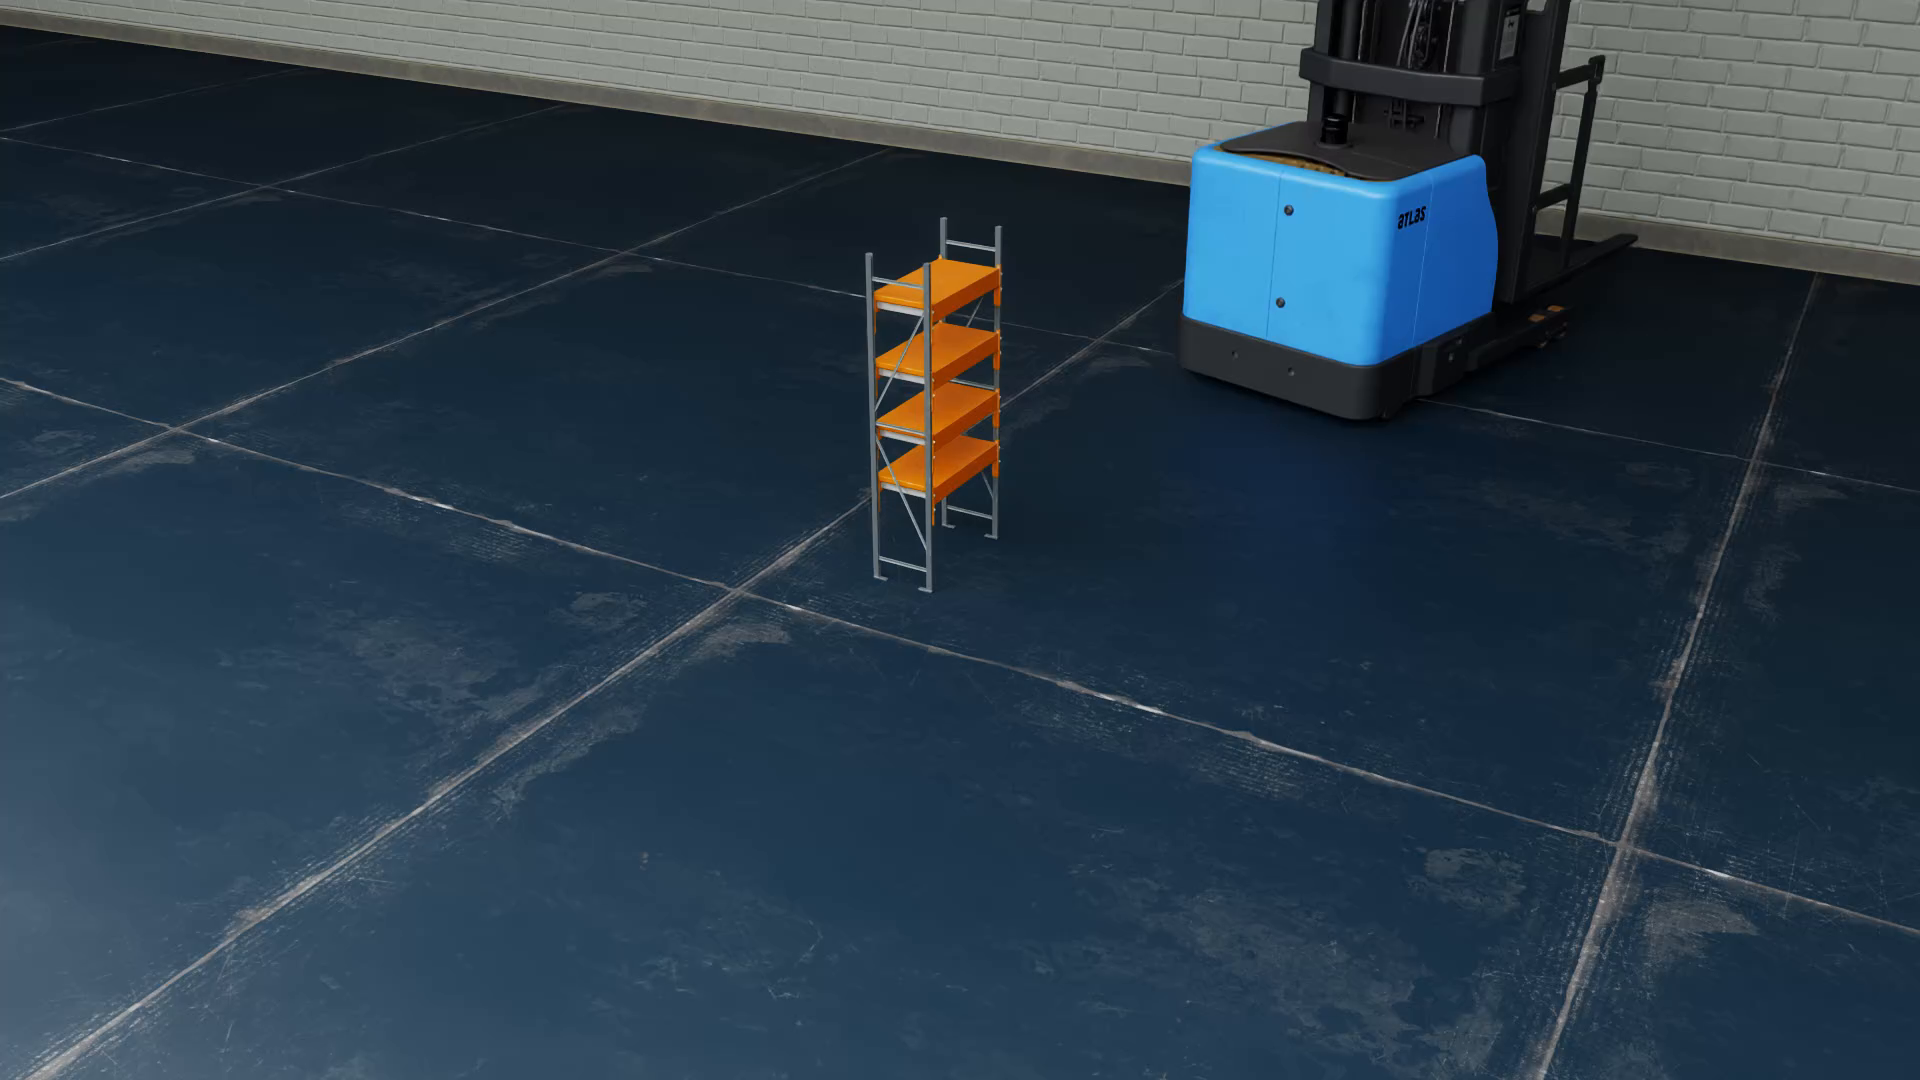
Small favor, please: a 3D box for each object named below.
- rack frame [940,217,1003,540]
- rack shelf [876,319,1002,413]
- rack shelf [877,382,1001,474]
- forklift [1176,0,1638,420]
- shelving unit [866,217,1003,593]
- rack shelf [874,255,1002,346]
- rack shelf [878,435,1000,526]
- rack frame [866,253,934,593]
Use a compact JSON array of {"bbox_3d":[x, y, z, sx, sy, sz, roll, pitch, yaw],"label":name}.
[{"bbox_3d":[0.039,-0.567,6.043,0.240,1.200,0.015,14,30,26],"label":"rack frame"},{"bbox_3d":[-0.081,-0.612,5.783,0.258,0.148,0.480,14,30,26],"label":"rack shelf"},{"bbox_3d":[-0.081,-0.412,5.883,0.258,0.148,0.480,14,30,26],"label":"rack shelf"},{"bbox_3d":[2.397,-2.388,7.746,1.130,2.935,3.031,24,35,39],"label":"forklift"},{"bbox_3d":[-0.081,-0.472,5.853,0.258,1.200,0.503,14,30,26],"label":"shelving unit"},{"bbox_3d":[-0.081,-0.823,5.677,0.258,0.148,0.480,14,30,26],"label":"rack shelf"},{"bbox_3d":[-0.081,-0.234,5.972,0.258,0.148,0.480,14,30,26],"label":"rack shelf"},{"bbox_3d":[-0.201,-0.377,5.663,0.240,1.200,0.015,14,30,26],"label":"rack frame"}]
